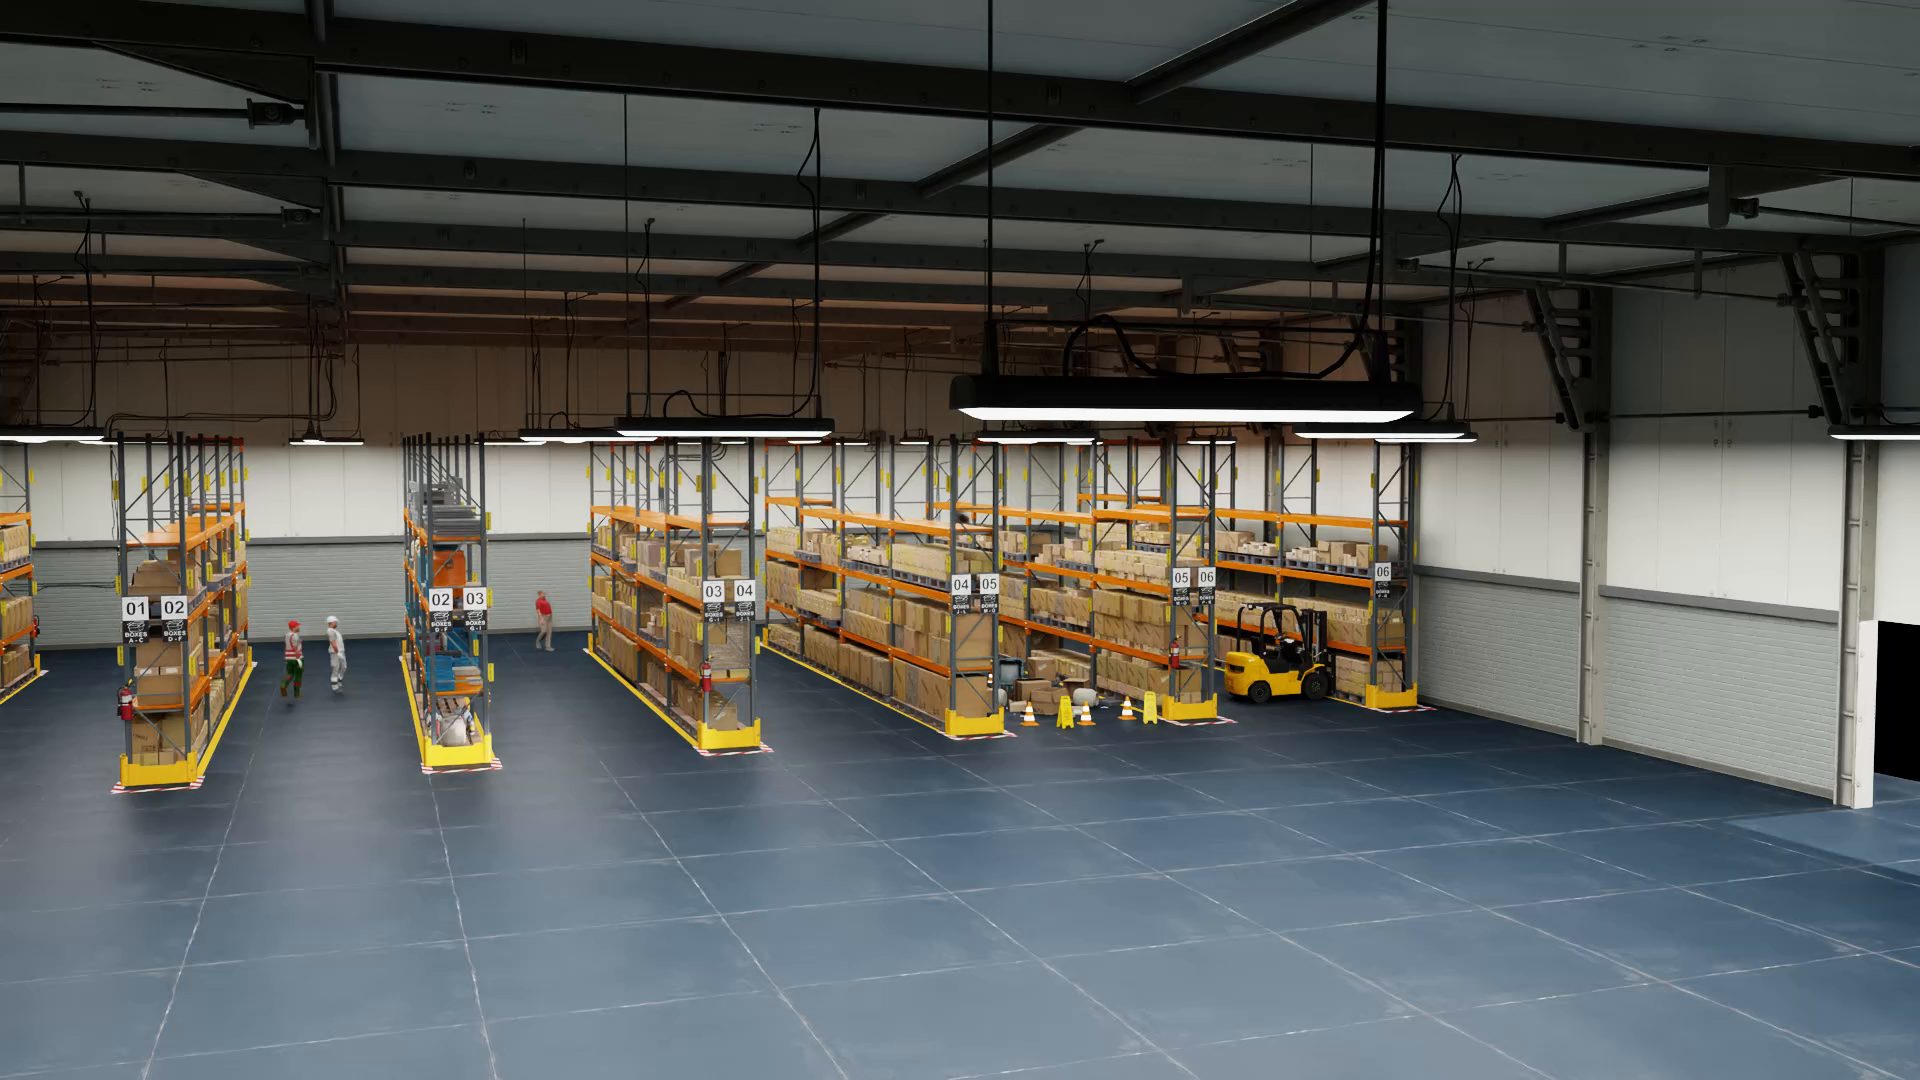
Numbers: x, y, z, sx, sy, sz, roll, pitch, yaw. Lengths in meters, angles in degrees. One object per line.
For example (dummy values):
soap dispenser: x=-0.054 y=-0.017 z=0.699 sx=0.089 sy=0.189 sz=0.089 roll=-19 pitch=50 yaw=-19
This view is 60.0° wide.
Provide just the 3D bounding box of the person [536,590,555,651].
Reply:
person: x=-11.703 y=2.266 z=47.028 sx=0.567 sy=1.713 sz=0.559 roll=2 pitch=4 yaw=29

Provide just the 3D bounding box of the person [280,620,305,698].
person: x=-15.213 y=2.722 z=37.869 sx=0.514 sy=1.781 sz=0.669 roll=1 pitch=3 yaw=14

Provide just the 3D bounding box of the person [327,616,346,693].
person: x=-14.574 y=2.683 z=38.952 sx=0.549 sy=1.825 sz=0.645 roll=0 pitch=3 yaw=6
